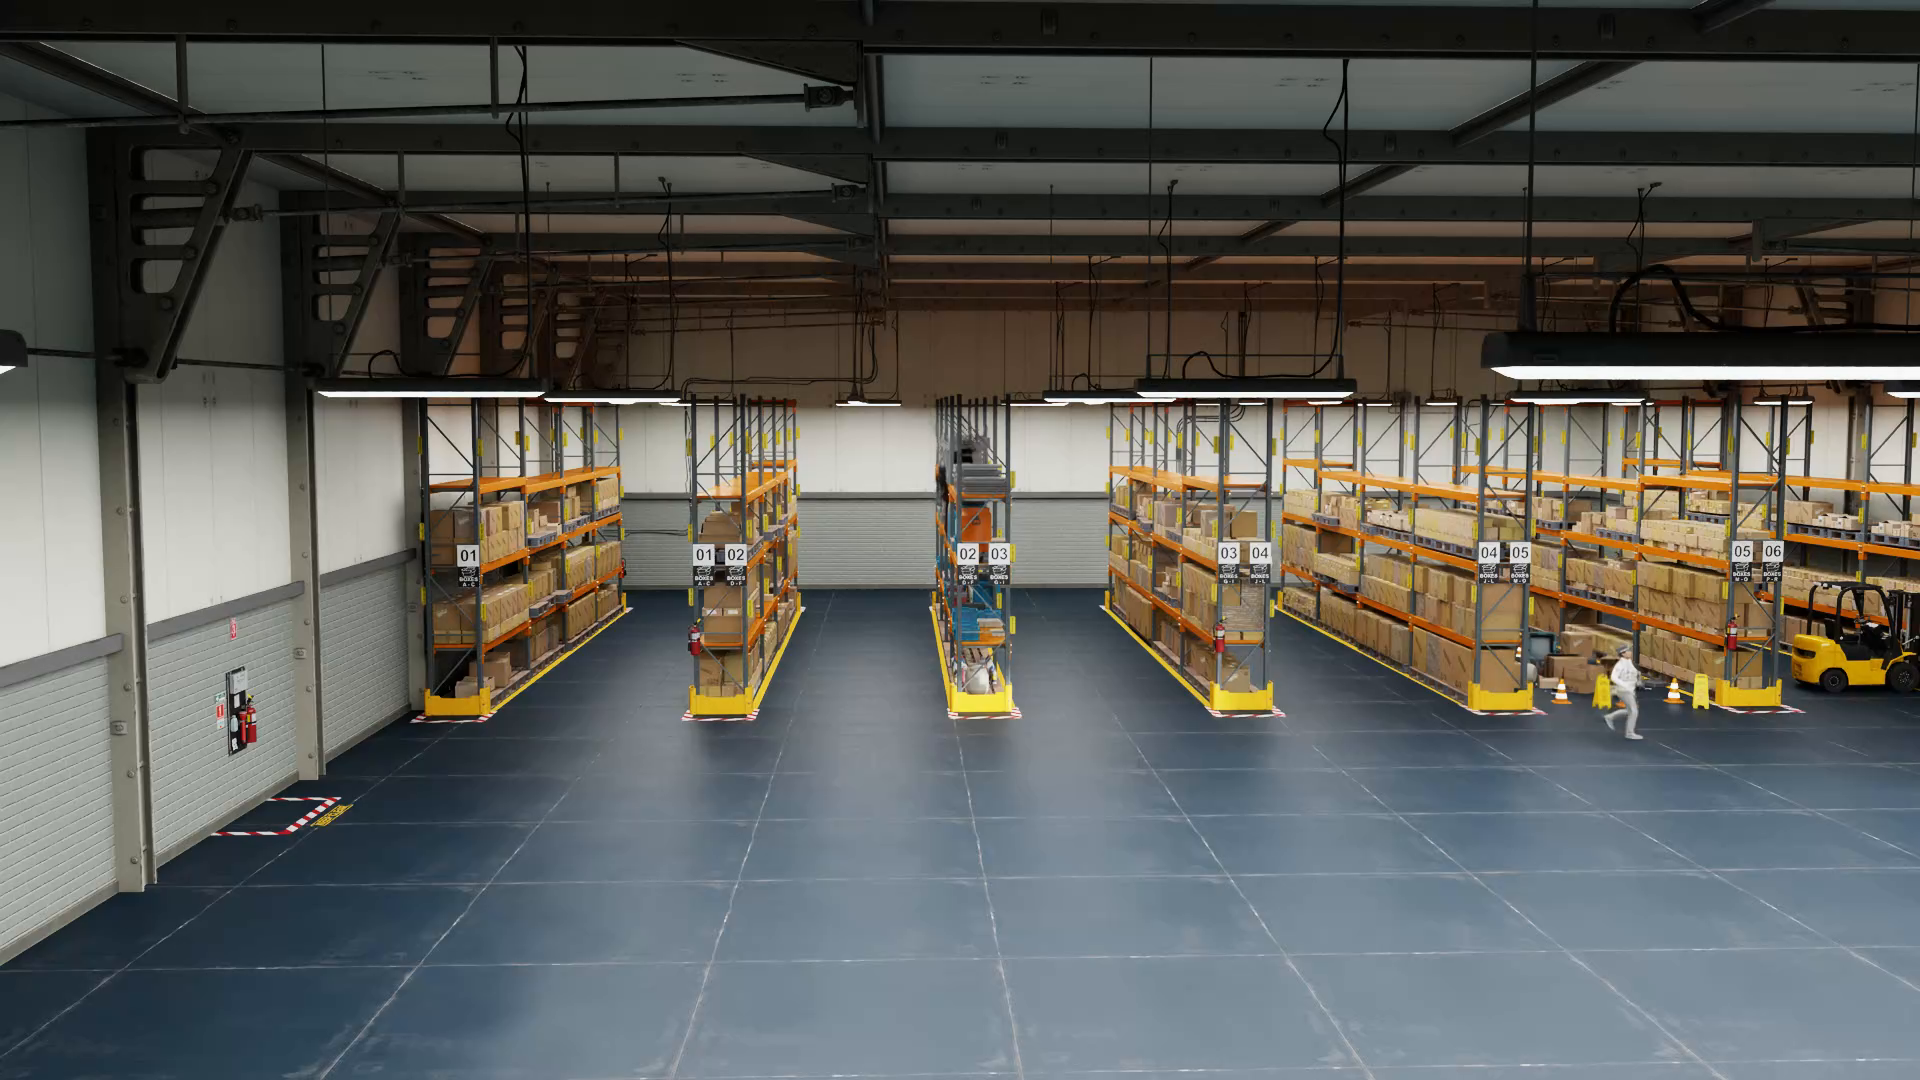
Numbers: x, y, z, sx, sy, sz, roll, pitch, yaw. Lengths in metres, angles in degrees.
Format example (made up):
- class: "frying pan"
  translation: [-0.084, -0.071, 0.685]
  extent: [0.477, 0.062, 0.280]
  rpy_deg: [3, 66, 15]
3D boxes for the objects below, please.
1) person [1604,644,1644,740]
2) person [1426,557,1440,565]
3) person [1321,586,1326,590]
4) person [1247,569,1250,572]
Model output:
- class: "person"
  translation: [11.546, 2.617, 28.943]
  extent: [0.698, 1.653, 0.620]
  rpy_deg: [4, 6, 42]
- class: "person"
  translation: [14.159, 1.030, 49.305]
  extent: [0.916, 1.661, 0.658]
  rpy_deg: [1, 5, 7]
- class: "person"
  translation: [10.574, 1.029, 48.839]
  extent: [0.733, 1.701, 0.525]
  rpy_deg: [-4, 6, -45]
- class: "person"
  translation: [8.005, 1.048, 48.173]
  extent: [0.928, 1.754, 0.740]
  rpy_deg: [-4, 6, -40]
